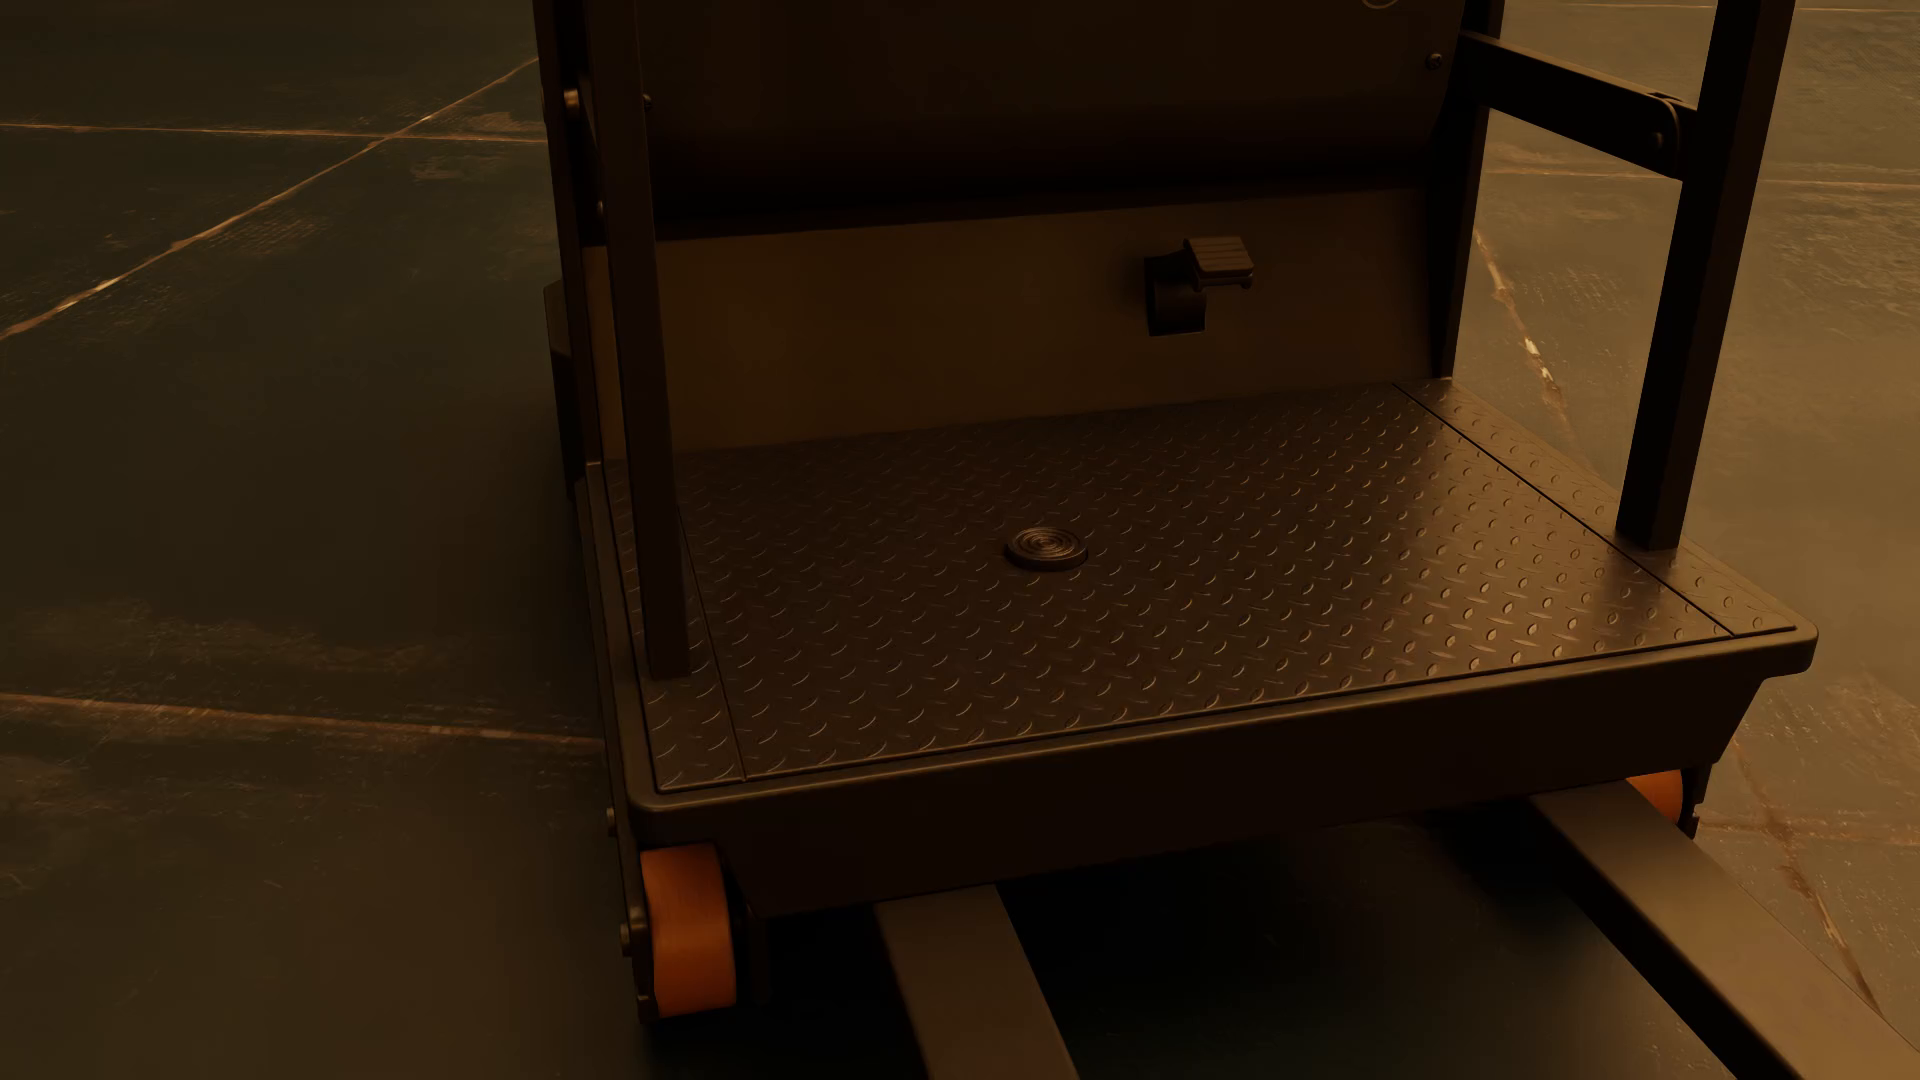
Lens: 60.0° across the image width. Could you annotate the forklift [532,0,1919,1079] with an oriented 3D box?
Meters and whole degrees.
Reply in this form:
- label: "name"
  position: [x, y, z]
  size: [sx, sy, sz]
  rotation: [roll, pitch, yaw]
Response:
- label: "forklift"
  position: [0.153, -1.049, 1.319]
  size: [1.130, 2.935, 3.031]
  rotation: [-7, 27, -13]
